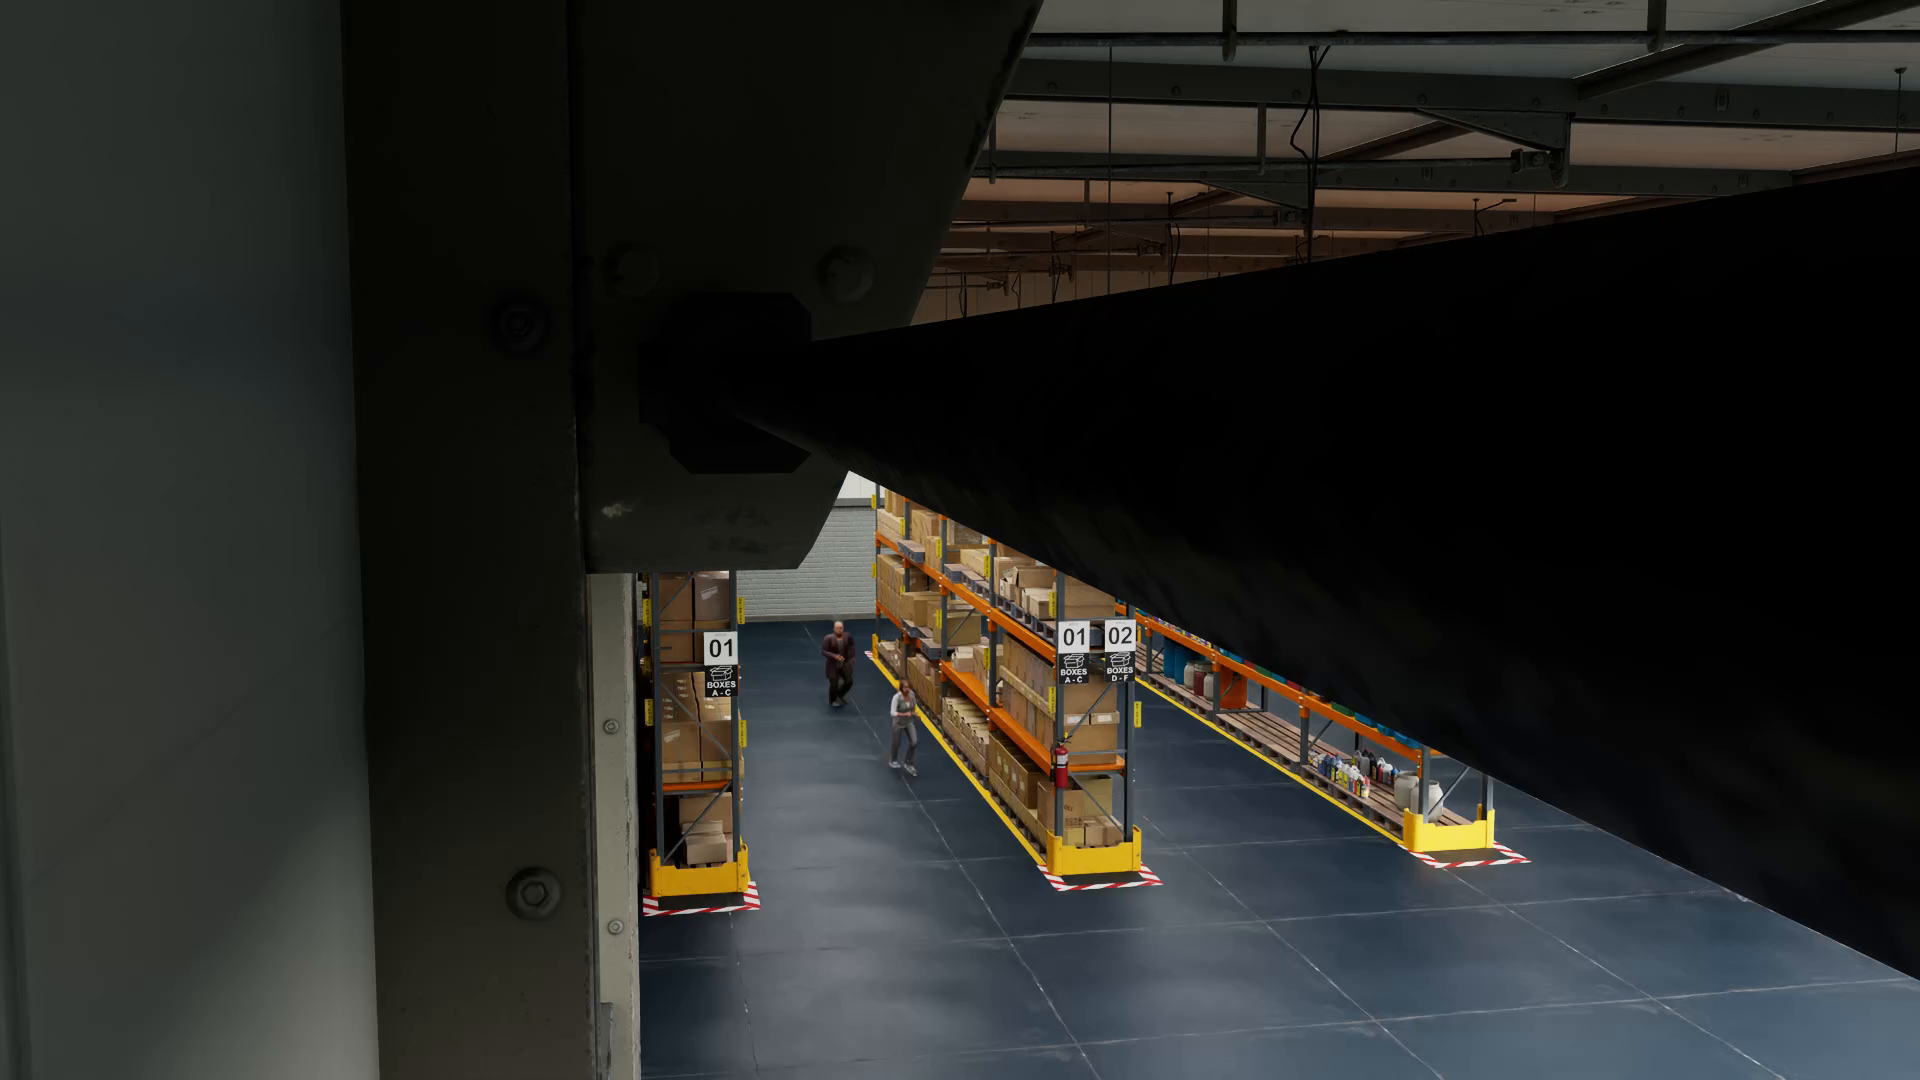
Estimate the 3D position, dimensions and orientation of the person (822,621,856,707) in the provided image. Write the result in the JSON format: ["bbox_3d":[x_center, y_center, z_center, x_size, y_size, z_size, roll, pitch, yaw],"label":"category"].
[{"bbox_3d":[-2.260,2.326,30.984,0.701,1.665,0.855,-2,6,-21],"label":"person"}]

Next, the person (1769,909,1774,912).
[{"bbox_3d":[9.716,3.499,19.227,0.600,1.738,0.795,2,6,19],"label":"person"}]

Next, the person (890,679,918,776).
[{"bbox_3d":[-0.878,2.902,25.978,0.539,1.544,0.898,-2,6,-22],"label":"person"}]
